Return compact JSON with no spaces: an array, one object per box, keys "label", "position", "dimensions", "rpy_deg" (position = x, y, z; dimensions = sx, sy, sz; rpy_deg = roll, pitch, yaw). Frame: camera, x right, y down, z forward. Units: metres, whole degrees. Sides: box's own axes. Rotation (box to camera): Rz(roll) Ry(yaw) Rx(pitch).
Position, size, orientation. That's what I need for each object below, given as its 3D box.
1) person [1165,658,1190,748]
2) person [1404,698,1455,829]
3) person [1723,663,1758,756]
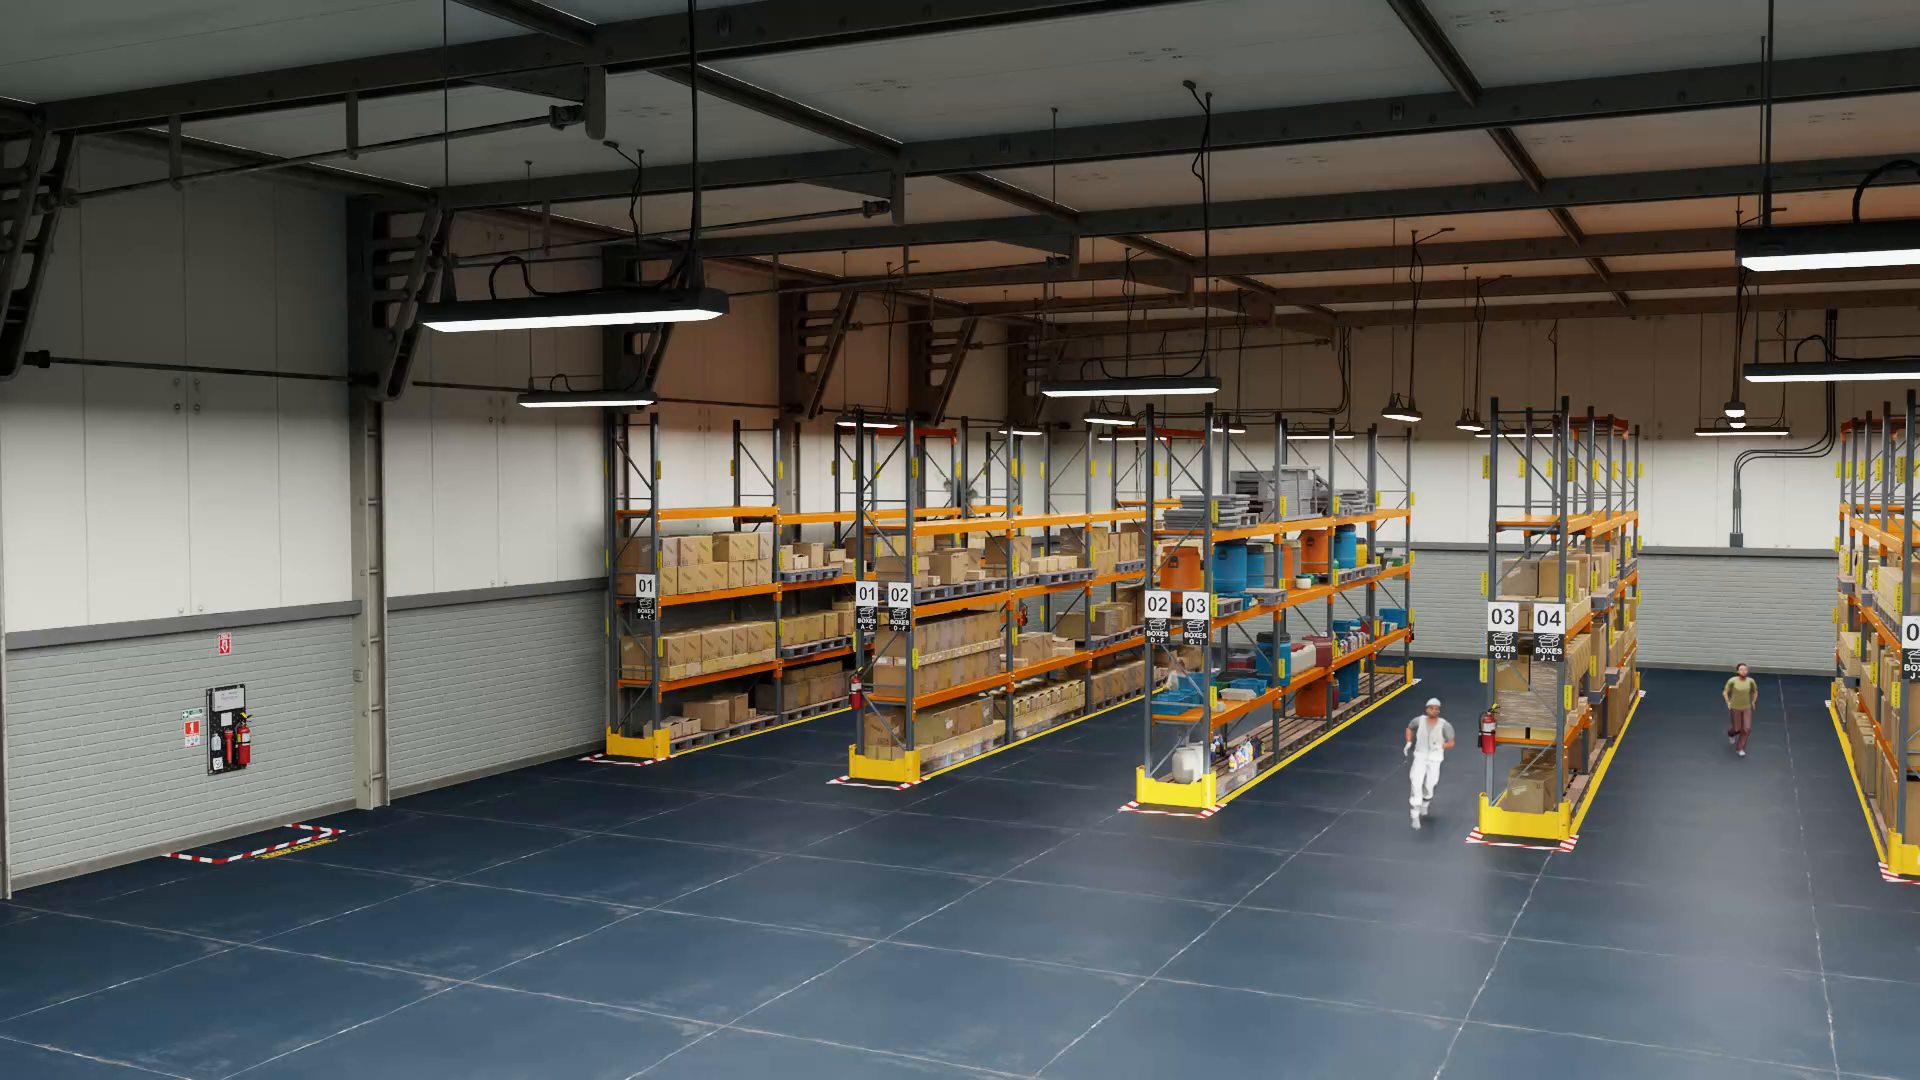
[{"label":"person","position":[3.983,2.949,30.077],"dimensions":[0.555,1.633,0.679],"rpy_deg":[1,3,29]},{"label":"person","position":[6.638,3.130,23.528],"dimensions":[0.693,1.813,0.924],"rpy_deg":[1,3,18]},{"label":"person","position":[13.768,2.963,29.346],"dimensions":[0.569,1.621,0.622],"rpy_deg":[1,2,13]}]
